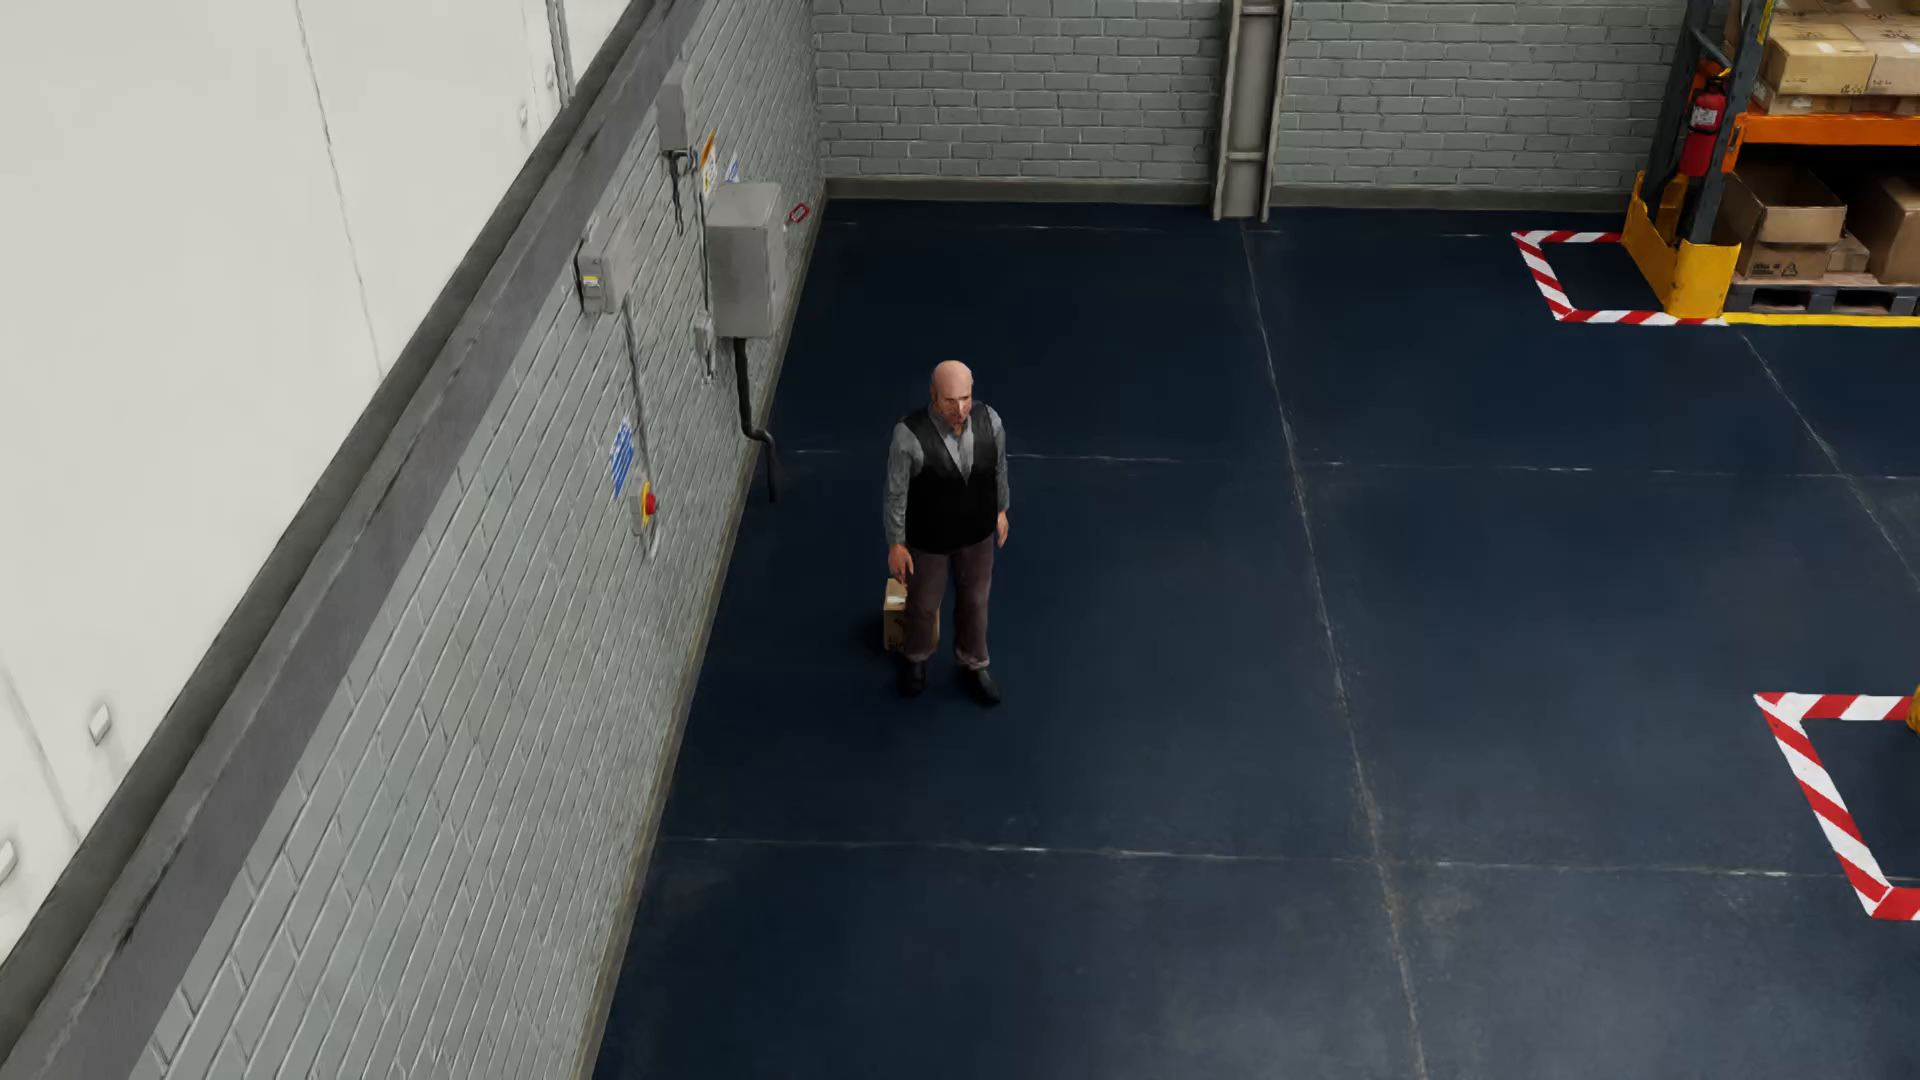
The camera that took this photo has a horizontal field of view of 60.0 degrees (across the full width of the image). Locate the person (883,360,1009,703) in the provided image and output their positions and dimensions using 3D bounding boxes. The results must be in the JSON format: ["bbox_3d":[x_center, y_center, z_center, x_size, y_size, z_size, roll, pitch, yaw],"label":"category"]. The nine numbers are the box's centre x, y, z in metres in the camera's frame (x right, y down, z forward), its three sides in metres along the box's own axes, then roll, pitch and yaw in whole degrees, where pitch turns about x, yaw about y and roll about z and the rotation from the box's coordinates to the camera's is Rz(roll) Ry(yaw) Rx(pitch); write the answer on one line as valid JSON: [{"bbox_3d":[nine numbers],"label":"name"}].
[{"bbox_3d":[-0.059,-0.035,7.186,0.602,1.731,0.500,-16,38,-21],"label":"person"}]
